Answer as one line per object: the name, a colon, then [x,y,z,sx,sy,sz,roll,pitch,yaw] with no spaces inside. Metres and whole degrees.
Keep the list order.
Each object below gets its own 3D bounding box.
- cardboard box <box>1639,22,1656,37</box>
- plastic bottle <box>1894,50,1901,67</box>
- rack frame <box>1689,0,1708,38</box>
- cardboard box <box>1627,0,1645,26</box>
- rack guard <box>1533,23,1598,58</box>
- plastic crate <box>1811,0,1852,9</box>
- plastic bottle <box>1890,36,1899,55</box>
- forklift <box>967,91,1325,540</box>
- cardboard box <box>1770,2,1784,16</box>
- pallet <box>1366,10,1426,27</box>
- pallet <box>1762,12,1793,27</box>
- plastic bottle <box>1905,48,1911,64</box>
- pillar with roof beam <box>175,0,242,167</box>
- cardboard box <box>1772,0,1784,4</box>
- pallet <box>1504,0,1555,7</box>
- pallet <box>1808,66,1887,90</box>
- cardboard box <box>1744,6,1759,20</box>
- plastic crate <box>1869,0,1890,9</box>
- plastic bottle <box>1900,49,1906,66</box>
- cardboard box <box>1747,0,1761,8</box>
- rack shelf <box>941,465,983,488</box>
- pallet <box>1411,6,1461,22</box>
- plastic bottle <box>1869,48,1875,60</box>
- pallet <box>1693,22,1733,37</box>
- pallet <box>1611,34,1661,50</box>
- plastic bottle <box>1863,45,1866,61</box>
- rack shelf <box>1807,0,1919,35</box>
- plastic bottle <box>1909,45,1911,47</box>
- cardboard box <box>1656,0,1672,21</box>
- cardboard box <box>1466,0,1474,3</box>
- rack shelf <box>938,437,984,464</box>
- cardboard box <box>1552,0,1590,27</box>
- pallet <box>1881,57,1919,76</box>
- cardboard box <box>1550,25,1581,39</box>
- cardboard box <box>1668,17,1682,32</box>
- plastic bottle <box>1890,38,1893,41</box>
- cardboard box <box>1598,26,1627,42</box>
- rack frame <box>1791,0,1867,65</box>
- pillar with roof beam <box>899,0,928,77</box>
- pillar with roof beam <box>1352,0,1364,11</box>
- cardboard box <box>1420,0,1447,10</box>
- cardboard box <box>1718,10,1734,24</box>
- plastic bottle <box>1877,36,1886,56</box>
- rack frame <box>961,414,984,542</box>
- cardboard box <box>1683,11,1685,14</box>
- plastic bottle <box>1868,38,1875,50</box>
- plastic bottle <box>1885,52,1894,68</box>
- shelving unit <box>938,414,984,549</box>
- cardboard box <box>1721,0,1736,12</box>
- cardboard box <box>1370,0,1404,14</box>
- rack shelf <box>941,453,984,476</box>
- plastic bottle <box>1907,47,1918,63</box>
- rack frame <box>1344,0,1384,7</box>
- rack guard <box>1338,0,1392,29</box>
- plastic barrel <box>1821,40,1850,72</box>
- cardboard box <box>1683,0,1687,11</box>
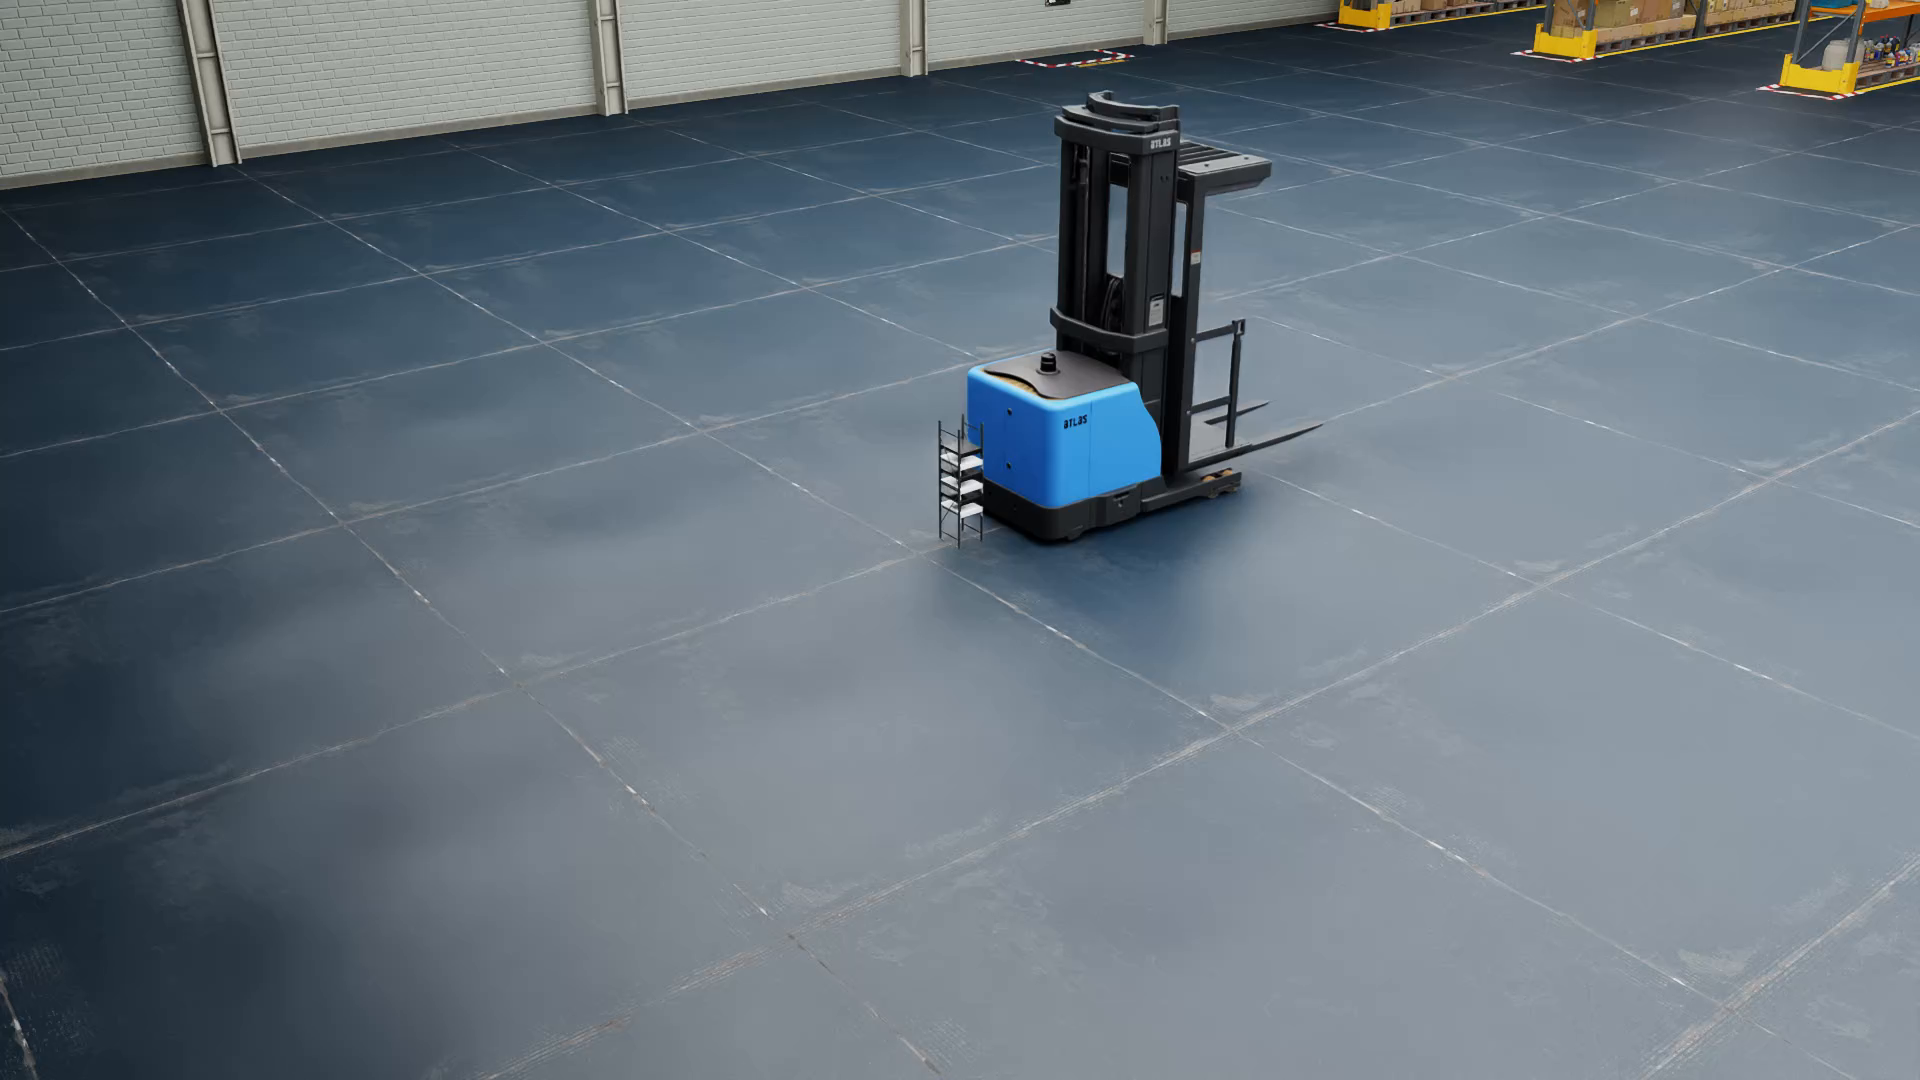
cardboard box: [13.400,-10.146,32.942,0.500,0.250,0.500,-18,31,-34]
plastic bottle: [16.521,-8.494,29.320,0.133,0.283,0.061,-18,30,-33]
rack frame: [14.807,-11.787,33.711,0.127,3.000,1.000,-18,31,-34]
cardboard box: [12.996,-10.361,32.516,0.500,0.500,0.500,-18,31,-34]
rack guard: [11.640,-9.608,31.985,0.348,0.500,1.175,-18,31,-34]
plastic crate: [14.922,-9.267,28.459,0.616,0.251,0.499,-18,31,-34]
plastic bottle: [17.058,-9.023,30.380,0.185,0.351,0.144,-18,31,-34]
forklift: [1.524,-1.805,12.285,3.031,2.935,1.130,-17,30,-33]
cardboard box: [17.287,-11.417,35.681,0.500,0.250,0.500,-19,31,-35]
pallet: [9.320,-11.342,36.065,1.213,0.211,1.003,-18,31,-34]
pallet: [17.282,-11.360,36.104,1.213,0.211,1.003,-18,31,-34]
plastic bottle: [16.839,-8.603,29.570,0.097,0.271,0.097,0,25,0]
pillar with roof beam: [-7.613,-7.917,18.246,0.400,9.000,9.100,-18,31,-34]
cardboard box: [17.289,-11.669,35.558,0.500,0.311,0.500,-19,31,-35]
pallet: [13.319,-12.683,38.955,1.213,0.211,1.003,-18,31,-34]
pallet: [15.386,-8.086,29.048,1.213,0.211,1.003,-18,31,-34]
cardboard box: [16.487,-11.152,35.111,0.500,0.250,0.500,-18,30,-33]
plastic crate: [15.615,-9.112,28.261,0.250,0.136,0.298,-18,31,-34]
plastic bottle: [16.680,-8.551,29.456,0.097,0.271,0.097,0,25,0]
cardboard box: [16.495,-11.409,34.998,0.500,0.311,0.500,-17,30,-33]
rack shelf: [0.006,-0.462,11.668,0.200,0.077,0.258,-18,31,-34]
pallet: [10.280,-11.657,36.744,1.213,0.211,1.003,-18,31,-34]
plastic bottle: [16.449,-8.766,30.005,0.097,0.201,0.097,0,25,0]
pallet: [15.362,-10.726,34.738,1.213,0.211,1.003,-18,31,-34]
pallet: [13.194,-10.011,33.196,1.213,0.211,1.003,-18,31,-34]
plastic bottle: [16.169,-8.717,29.800,0.133,0.283,0.061,-18,31,-34]
rack shelf: [16.286,-9.299,29.205,4.000,0.370,1.077,-18,31,-34]
plastic bottle: [17.043,-8.743,29.857,0.133,0.283,0.061,-18,31,-34]
cardboard box: [13.785,-10.620,33.074,0.500,0.500,0.500,-18,31,-34]
cardboard box: [11.345,-12.192,37.428,0.380,0.166,0.250,22,33,39]
rack shelf: [0.006,-0.625,11.593,0.200,0.077,0.258,-18,31,-34]
cardboard box: [11.897,-10.269,32.317,0.500,0.500,0.500,-18,31,-34]
pallet: [17.306,-8.719,30.414,1.213,0.211,1.003,-18,31,-34]
cardboard box: [11.899,-9.928,32.474,0.500,0.250,0.500,-18,31,-34]
cardboard box: [14.177,-10.411,33.513,0.500,0.250,0.500,-18,31,-34]
plastic bottle: [17.101,-9.078,30.588,0.135,0.276,0.152,-17,30,-32]
cardboard box: [12.609,-9.888,32.386,0.500,0.250,0.500,-18,31,-34]
rack frame: [14.713,-9.106,27.934,0.127,3.000,1.000,-18,31,-34]
pillar with roof beam: [1.830,-11.034,24.963,0.400,9.000,9.100,-18,31,-34]
pillar with roof beam: [11.273,-14.151,31.679,0.400,9.000,9.100,-18,31,-34]
cardboard box: [10.256,-11.925,36.457,0.500,0.500,0.700,-21,32,-37]
cardboard box: [15.680,-10.885,34.535,0.500,0.250,0.500,-17,30,-33]
plastic bottle: [16.820,-9.022,30.377,0.185,0.351,0.144,-20,31,-36]
rack frame: [0.086,-0.437,11.749,0.006,0.900,0.240,-18,31,-34]
cardboard box: [14.954,-10.934,34.640,0.500,0.250,0.500,-19,31,-35]
plastic bottle: [16.486,-8.911,30.139,0.185,0.351,0.144,-19,31,-34]
plastic bottle: [16.332,-8.436,29.208,0.097,0.271,0.097,0,25,0]
shelving unit: [0.006,-0.410,11.692,0.210,0.900,0.258,-18,31,-34]
cardboard box: [15.683,-11.138,34.413,0.500,0.311,0.500,-19,31,-35]
cardboard box: [9.199,-11.518,35.802,0.500,0.311,0.500,-23,33,-40]
rack shelf: [0.006,-0.543,11.631,0.200,0.077,0.258,-18,31,-34]
plastic bottle: [16.996,-8.672,29.711,0.135,0.276,0.152,-18,30,-33]
rack frame: [8.599,-12.388,35.006,0.127,3.000,1.000,-18,31,-34]
rack guard: [8.659,-11.274,35.575,0.348,0.500,1.175,-18,31,-34]
plastic barrel: [15.183,-8.364,28.793,0.421,0.512,0.421,0,25,0]
cardboard box: [14.948,-11.185,34.515,0.500,0.311,0.500,-18,31,-34]
